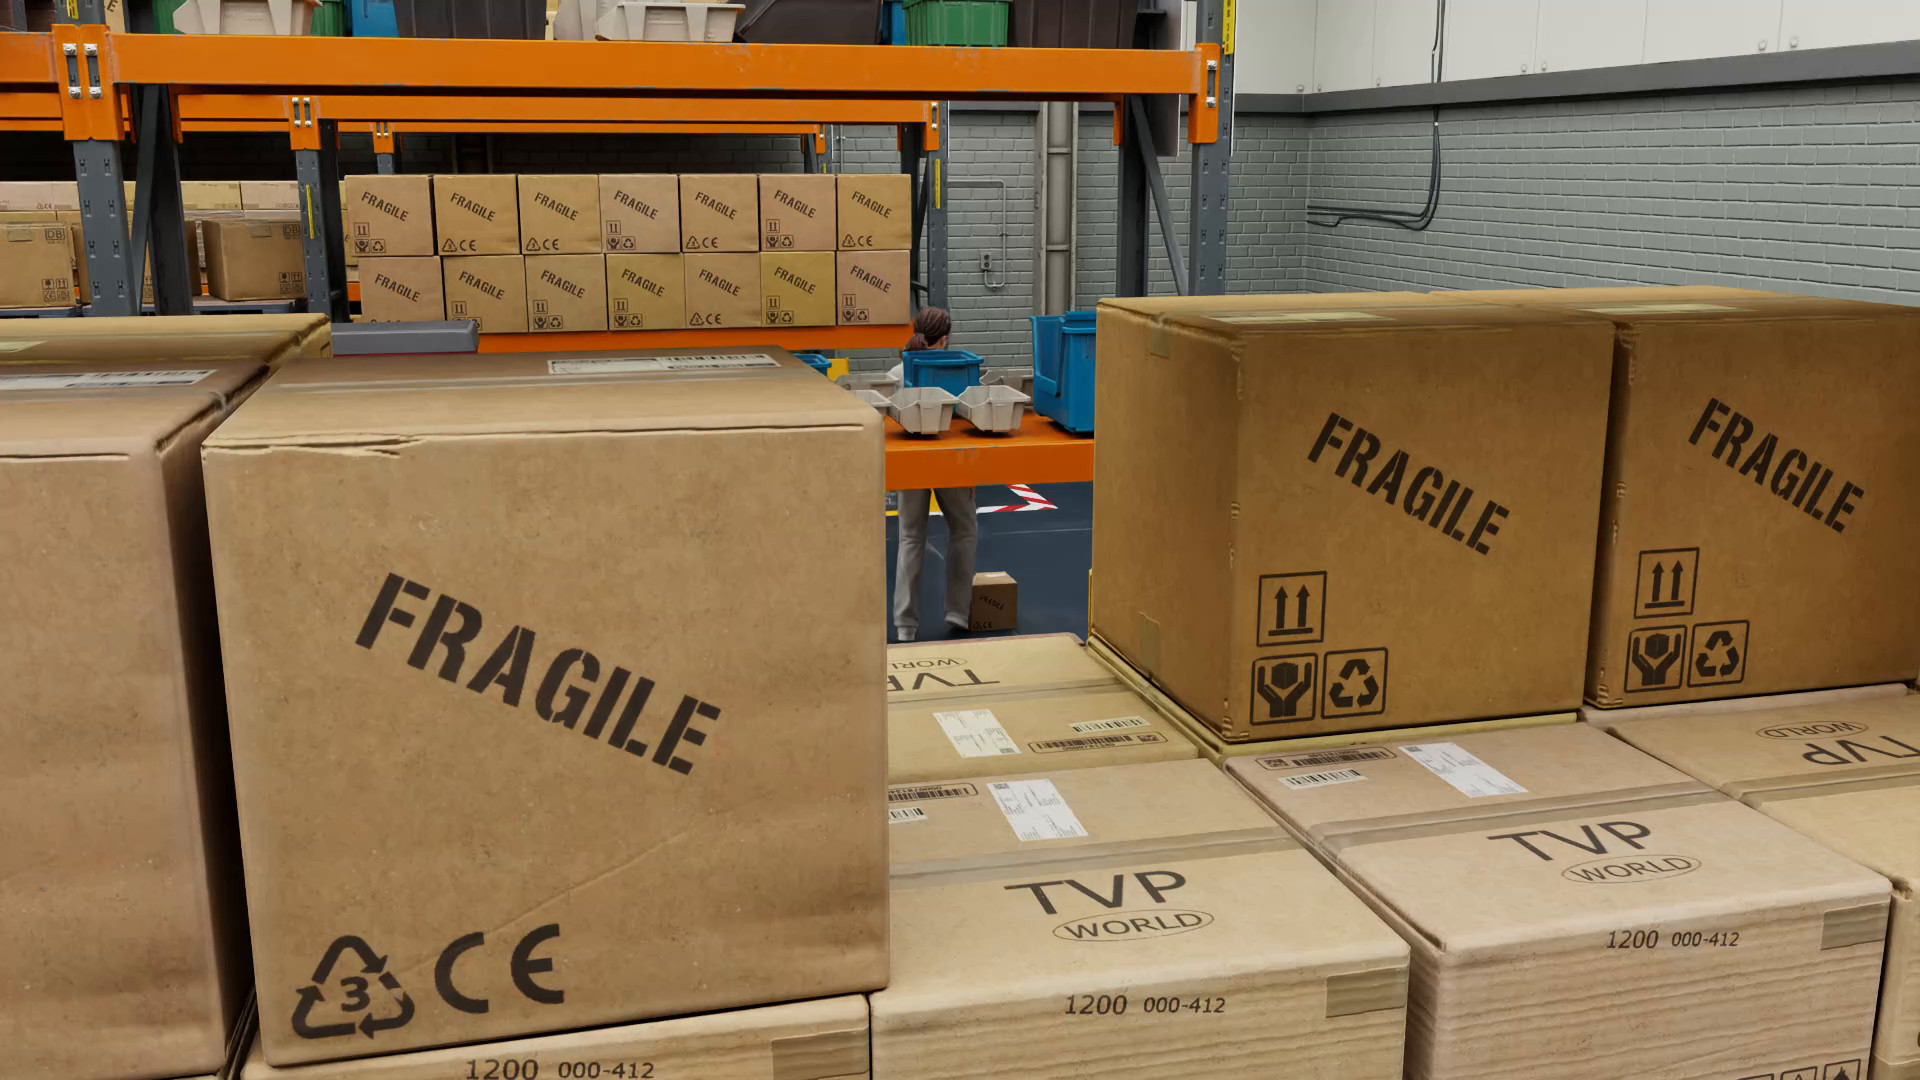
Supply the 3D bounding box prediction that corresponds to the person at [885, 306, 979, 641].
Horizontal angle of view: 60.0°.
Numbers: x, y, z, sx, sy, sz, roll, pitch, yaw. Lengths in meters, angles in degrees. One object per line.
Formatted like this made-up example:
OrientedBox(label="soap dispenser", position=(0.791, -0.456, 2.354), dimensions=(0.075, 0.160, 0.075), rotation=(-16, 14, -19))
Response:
OrientedBox(label="person", position=(-0.164, -0.319, 8.429), dimensions=(0.534, 1.720, 0.596), rotation=(3, 13, 15))
